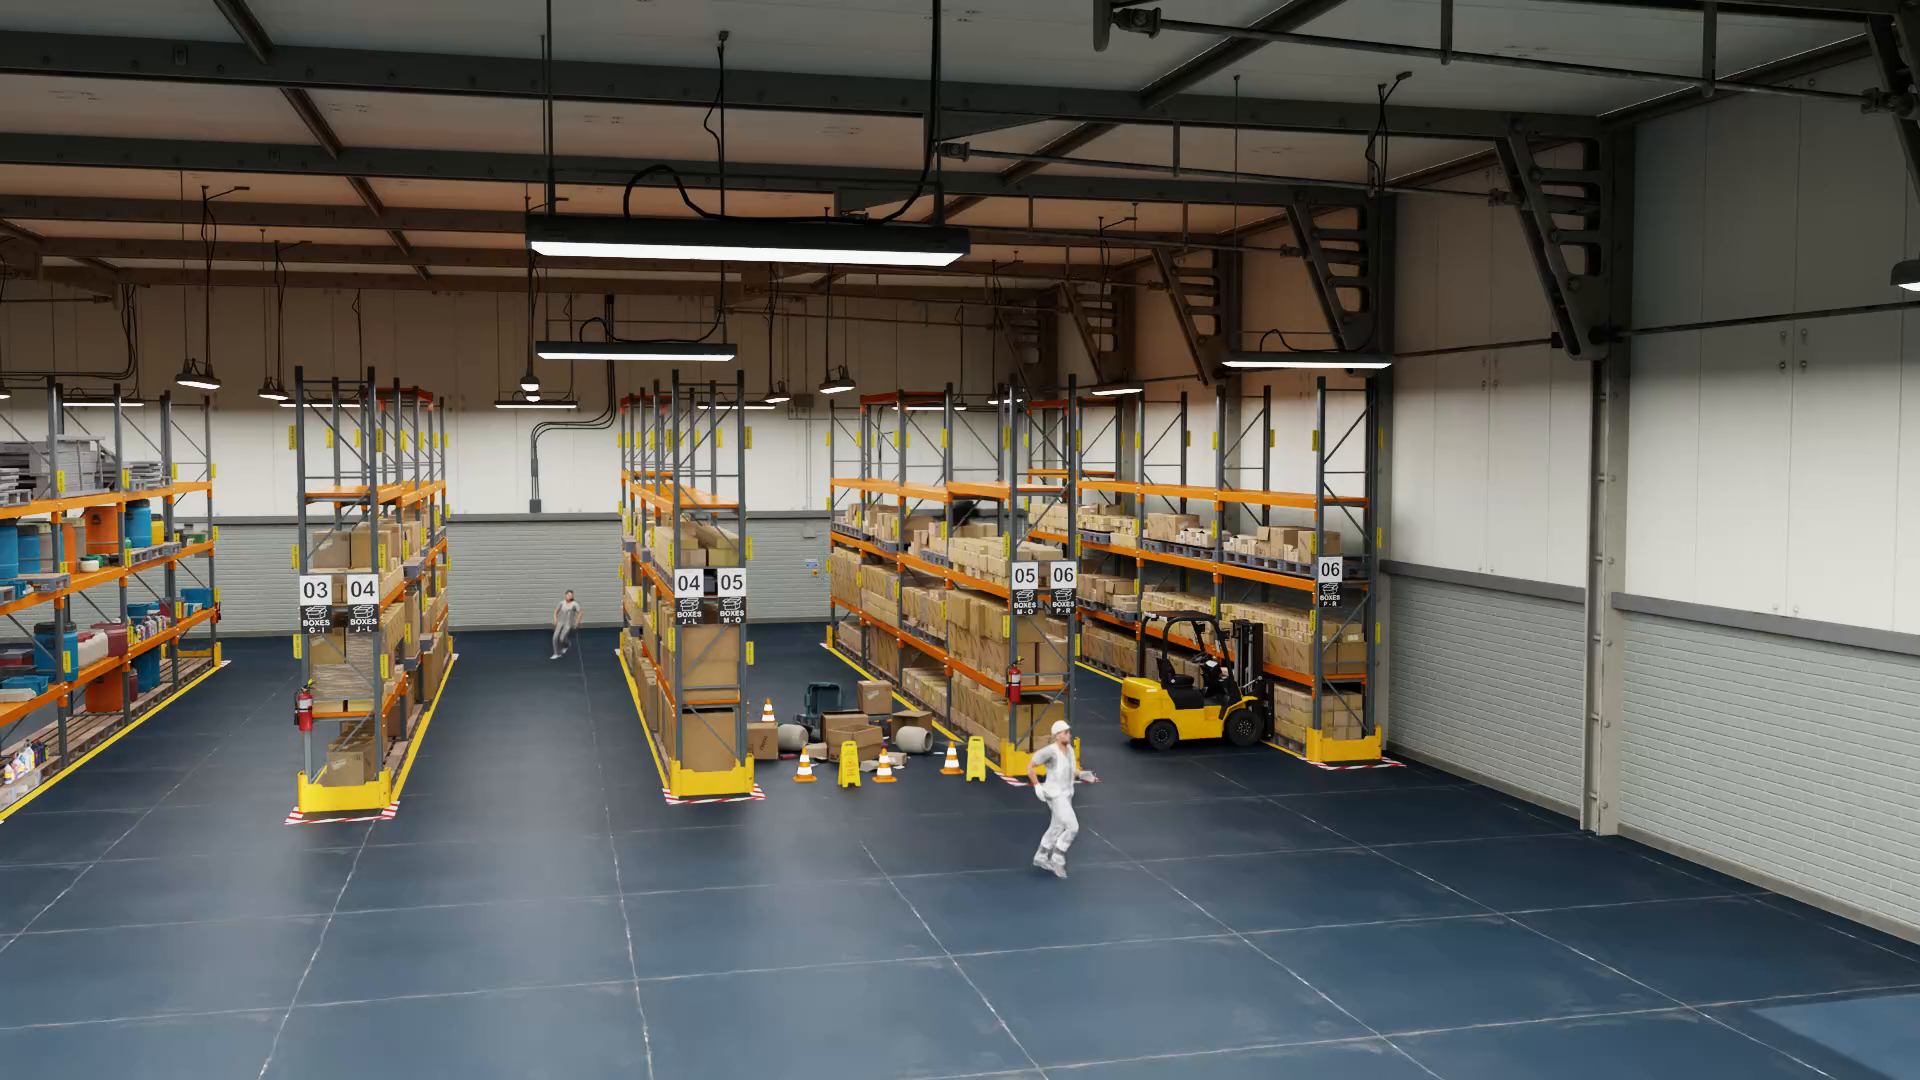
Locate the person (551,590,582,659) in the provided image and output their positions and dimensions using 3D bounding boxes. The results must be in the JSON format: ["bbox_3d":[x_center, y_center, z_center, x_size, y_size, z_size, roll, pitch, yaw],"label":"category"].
[{"bbox_3d":[-9.061,1.937,38.338,0.662,1.586,0.553,1,3,11],"label":"person"}]

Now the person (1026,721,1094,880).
[{"bbox_3d":[1.170,2.980,19.136,0.738,1.816,0.642,2,4,31],"label":"person"}]
